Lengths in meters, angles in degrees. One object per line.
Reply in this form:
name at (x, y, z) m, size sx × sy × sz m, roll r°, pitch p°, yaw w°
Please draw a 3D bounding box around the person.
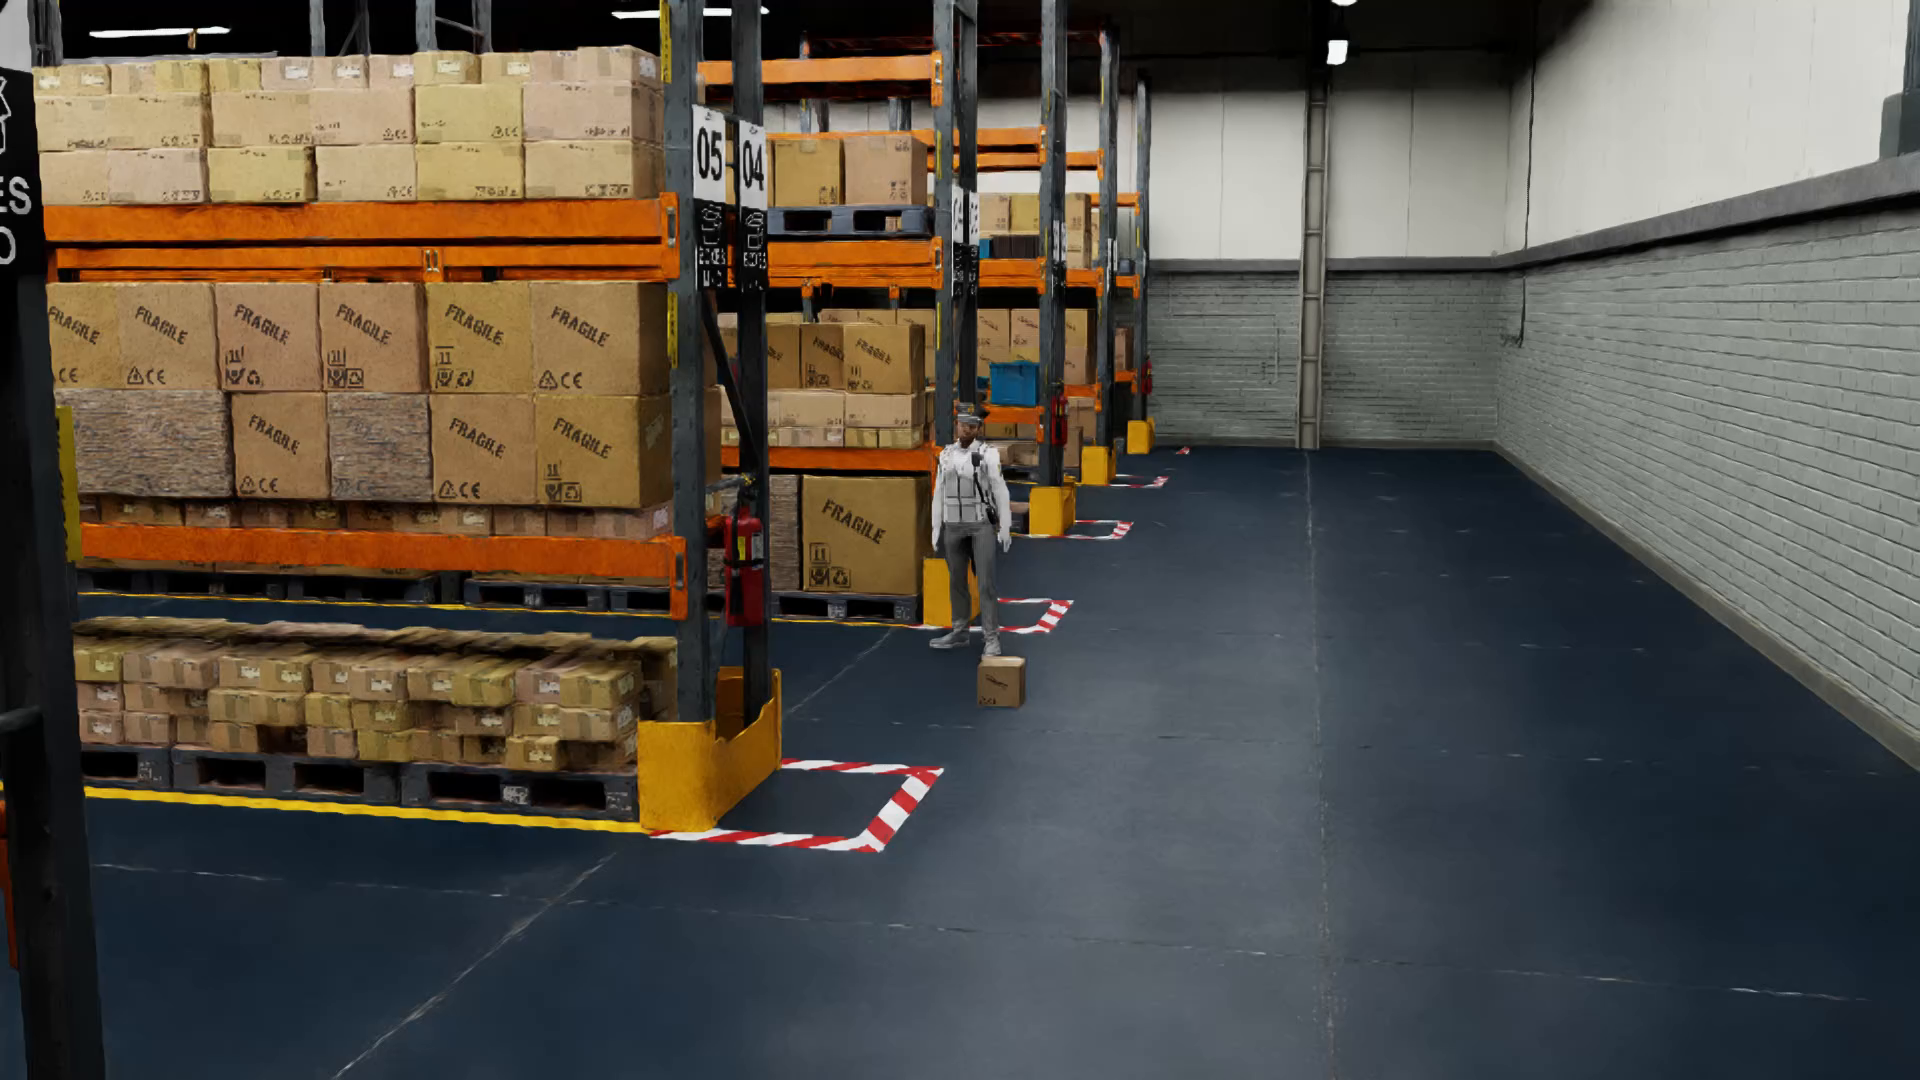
person at (0.061, -0.078, 11.149) m, size 0.602 × 1.688 × 0.360 m, roll 4°, pitch 9°, yaw 27°
